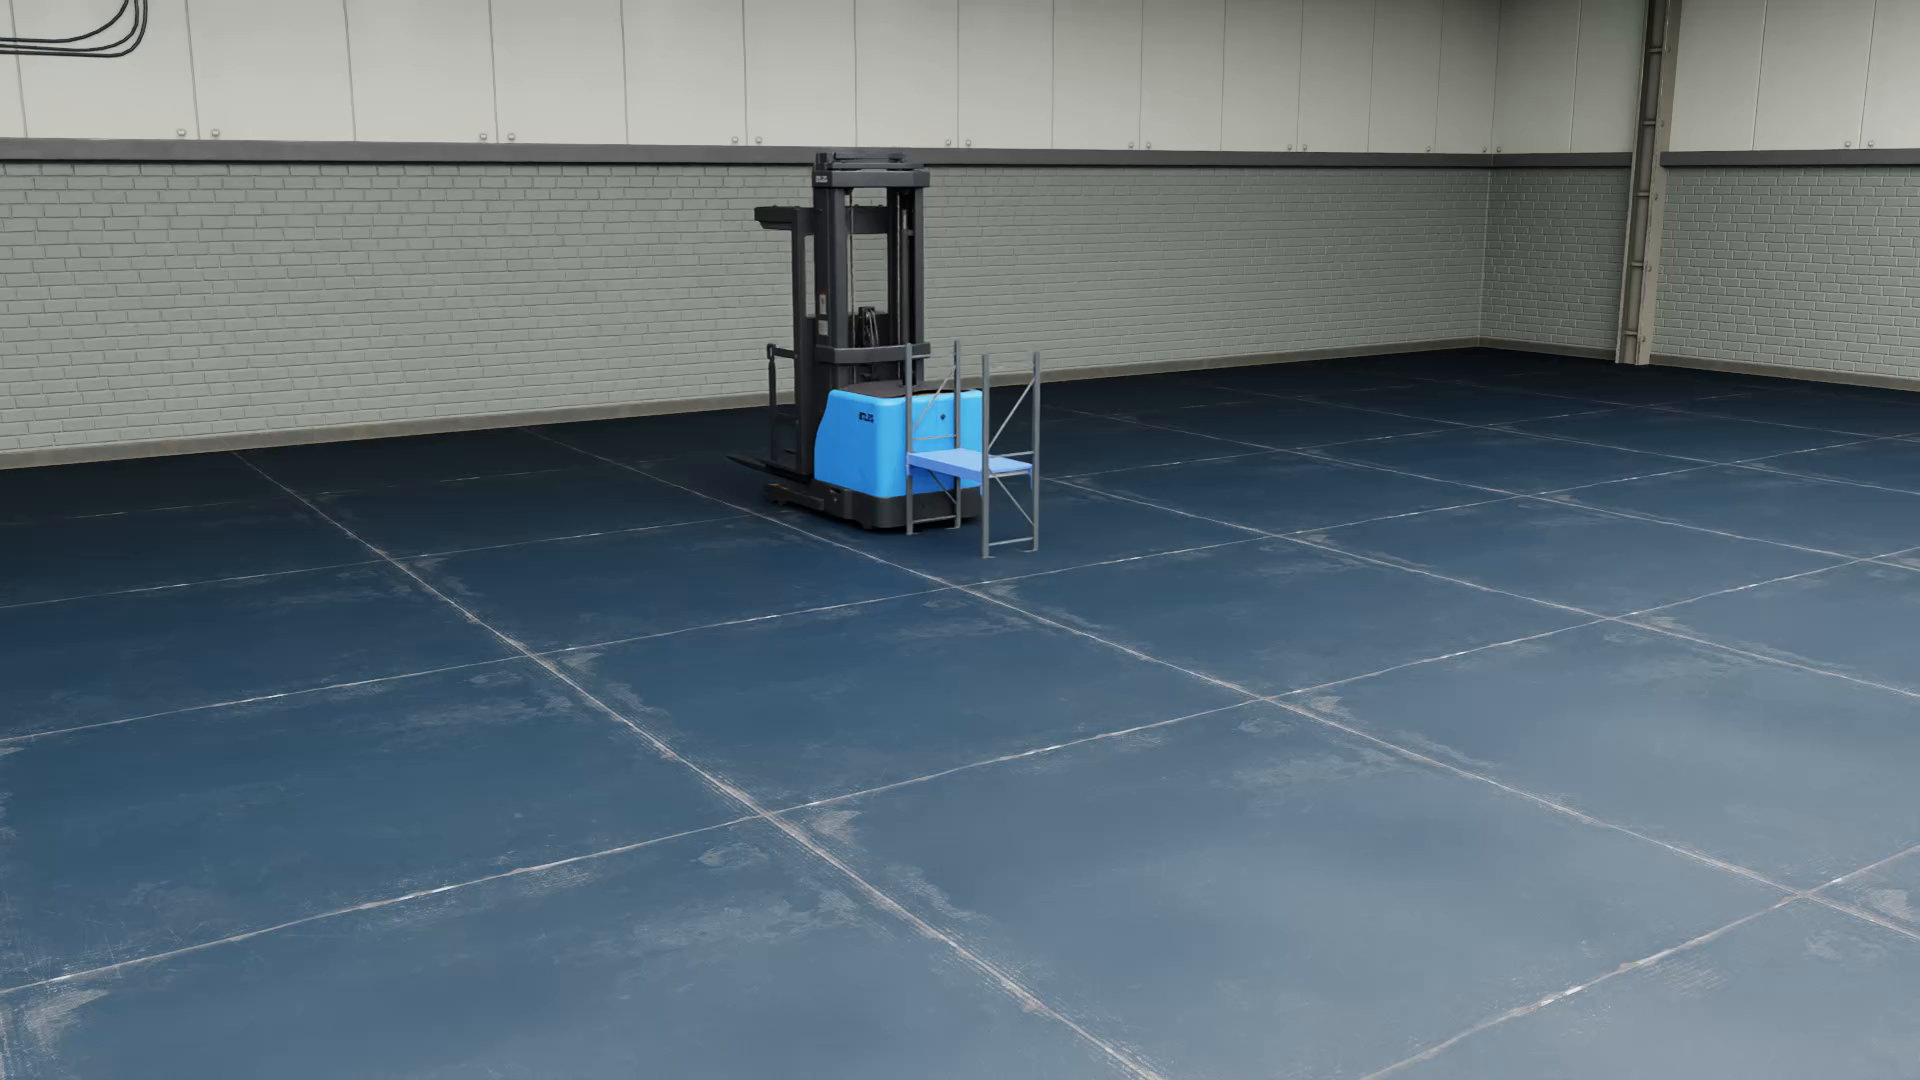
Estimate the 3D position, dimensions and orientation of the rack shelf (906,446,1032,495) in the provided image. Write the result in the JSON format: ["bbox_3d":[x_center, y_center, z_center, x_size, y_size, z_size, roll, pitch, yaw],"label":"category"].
[{"bbox_3d":[0.082,-0.533,12.629,0.538,0.185,1.000,-8,15,-34],"label":"rack shelf"}]

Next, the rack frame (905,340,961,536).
[{"bbox_3d":[-0.207,-0.798,12.999,0.500,1.500,0.032,-8,15,-34],"label":"rack frame"}]

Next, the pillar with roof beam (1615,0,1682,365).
[{"bbox_3d":[6.537,-6.547,21.735,9.100,9.000,0.400,-8,15,-33],"label":"pillar with roof beam"}]

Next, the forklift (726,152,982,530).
[{"bbox_3d":[-1.039,-1.775,14.119,1.130,2.935,3.031,-8,15,-34],"label":"forklift"}]

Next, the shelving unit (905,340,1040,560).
[{"bbox_3d":[0.082,-0.708,12.590,0.538,1.500,1.048,-8,15,-34],"label":"shelving unit"}]

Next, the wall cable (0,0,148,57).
[{"bbox_3d":[-8.722,-6.791,14.889,2.305,6.003,0.169,-8,15,-33],"label":"wall cable"}]

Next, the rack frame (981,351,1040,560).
[{"bbox_3d":[0.372,-0.619,12.182,0.500,1.500,0.032,-8,15,-34],"label":"rack frame"}]
